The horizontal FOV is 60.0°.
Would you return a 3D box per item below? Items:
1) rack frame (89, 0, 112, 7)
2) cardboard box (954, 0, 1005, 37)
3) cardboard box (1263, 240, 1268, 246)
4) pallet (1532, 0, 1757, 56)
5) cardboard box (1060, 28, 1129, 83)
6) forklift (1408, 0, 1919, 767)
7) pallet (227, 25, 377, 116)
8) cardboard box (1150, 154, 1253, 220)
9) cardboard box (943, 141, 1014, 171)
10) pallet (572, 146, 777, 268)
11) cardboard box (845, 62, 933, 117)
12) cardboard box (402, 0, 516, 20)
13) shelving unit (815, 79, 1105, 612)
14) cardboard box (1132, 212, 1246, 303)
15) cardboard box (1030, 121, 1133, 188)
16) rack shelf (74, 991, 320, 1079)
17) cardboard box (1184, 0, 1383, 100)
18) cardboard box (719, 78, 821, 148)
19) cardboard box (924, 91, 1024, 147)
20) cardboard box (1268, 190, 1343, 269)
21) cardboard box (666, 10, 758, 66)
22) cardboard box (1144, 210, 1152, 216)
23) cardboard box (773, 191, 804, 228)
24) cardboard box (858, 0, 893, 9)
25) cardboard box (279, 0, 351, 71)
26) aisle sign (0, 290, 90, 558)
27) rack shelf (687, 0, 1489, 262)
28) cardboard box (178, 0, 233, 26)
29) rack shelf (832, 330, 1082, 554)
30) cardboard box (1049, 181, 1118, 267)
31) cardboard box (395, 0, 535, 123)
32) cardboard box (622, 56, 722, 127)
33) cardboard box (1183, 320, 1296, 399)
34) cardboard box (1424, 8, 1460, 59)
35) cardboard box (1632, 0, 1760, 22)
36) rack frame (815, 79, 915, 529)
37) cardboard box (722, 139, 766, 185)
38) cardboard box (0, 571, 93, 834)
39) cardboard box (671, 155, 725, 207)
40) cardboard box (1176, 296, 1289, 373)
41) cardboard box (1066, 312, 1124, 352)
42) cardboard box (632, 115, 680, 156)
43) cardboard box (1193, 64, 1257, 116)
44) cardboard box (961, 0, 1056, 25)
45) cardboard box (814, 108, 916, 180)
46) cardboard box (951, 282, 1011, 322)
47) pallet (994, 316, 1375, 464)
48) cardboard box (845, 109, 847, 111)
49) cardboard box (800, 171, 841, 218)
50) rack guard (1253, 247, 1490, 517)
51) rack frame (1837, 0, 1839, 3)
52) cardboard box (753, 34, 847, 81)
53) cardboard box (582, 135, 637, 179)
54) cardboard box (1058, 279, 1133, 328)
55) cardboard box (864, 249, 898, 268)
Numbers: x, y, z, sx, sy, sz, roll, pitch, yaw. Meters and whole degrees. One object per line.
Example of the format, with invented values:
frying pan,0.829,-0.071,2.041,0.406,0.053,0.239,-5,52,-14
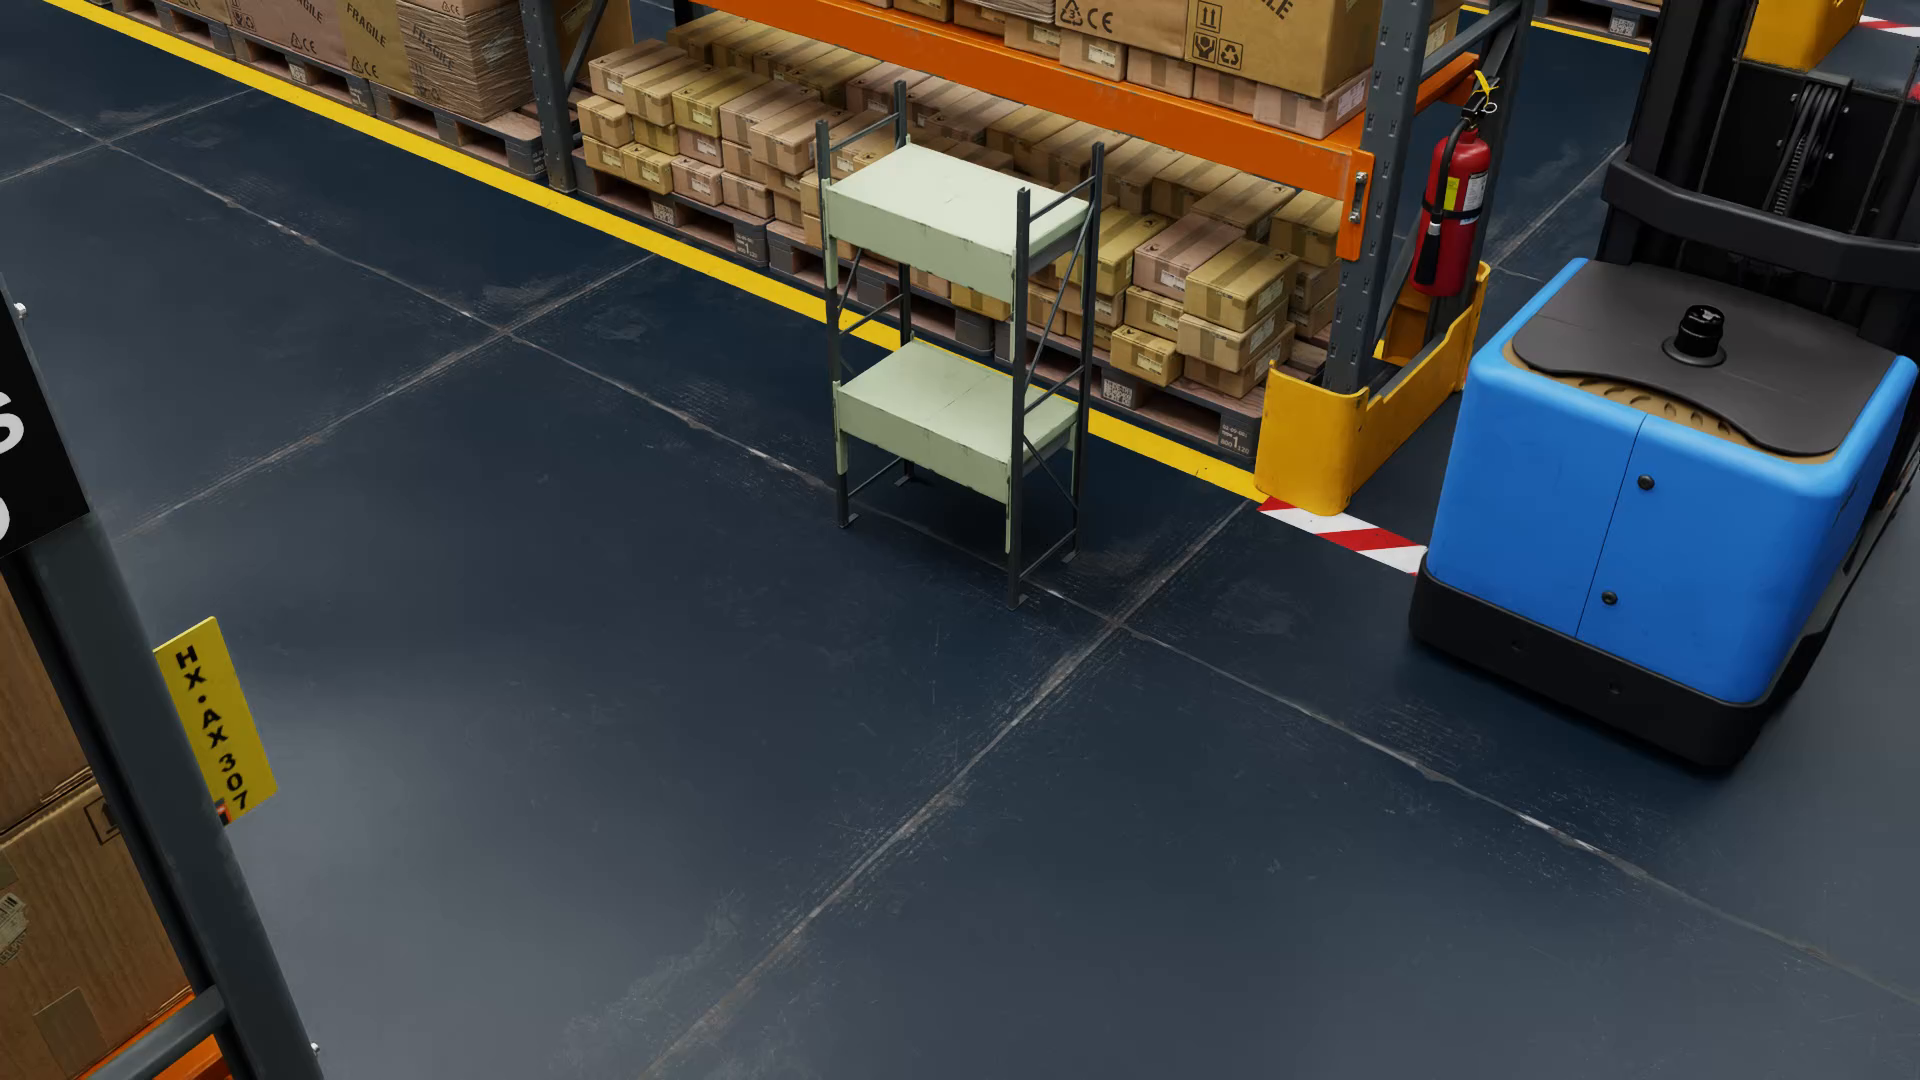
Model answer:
rack frame,-4.769,-4.565,9.148,0.127,3.000,1.000,25,45,29
cardboard box,0.185,-1.979,6.049,0.250,0.149,0.380,23,44,27
cardboard box,1.142,-1.181,6.556,0.250,0.149,0.380,25,44,28
pallet,3.997,-3.123,9.568,1.213,0.211,1.003,25,45,29
cardboard box,0.555,-1.736,5.738,0.250,0.149,0.380,27,45,30
forklift,2.729,-1.350,5.096,1.130,2.935,3.031,26,45,29
pallet,-3.184,-2.717,9.049,1.213,0.211,1.003,25,45,29
cardboard box,0.962,-1.410,6.607,0.250,0.149,0.380,25,45,28
cardboard box,0.007,-1.432,6.635,0.250,0.149,0.380,24,44,27
pallet,-1.037,-1.735,7.795,1.213,0.211,1.003,25,45,29
cardboard box,-0.292,-1.981,7.336,0.250,0.149,0.380,23,44,27
cardboard box,-2.337,-2.699,7.842,0.500,0.250,0.500,24,44,27
shelving unit,-0.005,-0.593,5.291,0.755,1.500,0.431,25,45,29
cardboard box,0.847,-1.043,6.138,0.250,0.149,0.380,26,45,29
cardboard box,0.500,-1.571,6.813,0.250,0.149,0.380,27,45,30
rack shelf,-2.930,0.427,3.355,4.000,0.370,1.077,25,45,29
cardboard box,1.072,-1.768,5.252,0.500,0.500,0.500,26,45,29
cardboard box,-0.809,-1.824,7.136,0.250,0.149,0.380,24,44,27
cardboard box,0.061,-1.739,7.027,0.250,0.149,0.380,25,45,29
cardboard box,1.376,-1.209,6.350,0.250,0.149,0.380,23,44,27
cardboard box,-1.151,-2.338,7.793,0.250,0.149,0.380,27,45,30
cardboard box,0.756,-1.379,6.808,0.250,0.149,0.380,27,45,30
cardboard box,-0.590,-1.495,7.198,0.250,0.149,0.380,23,44,27
cardboard box,-0.249,-2.155,6.273,0.250,0.149,0.380,27,45,30
cardboard box,-3.145,-2.789,8.566,0.500,0.500,0.500,24,44,28
aisle sign,-1.108,-0.246,1.522,0.004,0.787,0.394,25,45,29
rack shelf,-0.003,-2.035,6.499,4.000,0.370,1.077,25,45,29
cardboard box,-3.960,-3.170,9.053,0.500,0.500,0.500,26,45,29
rack shelf,-0.005,-0.336,5.492,0.720,0.370,0.431,25,45,29
cardboard box,0.396,-1.205,6.346,0.250,0.149,0.380,23,44,27
cardboard box,-2.332,-2.402,8.072,0.500,0.500,0.500,24,44,28
cardboard box,-1.261,-1.982,7.337,0.250,0.149,0.380,28,46,31
cardboard box,1.041,-0.707,6.192,0.250,0.149,0.380,26,45,29
cardboard box,1.528,-1.752,5.758,0.250,0.149,0.380,25,44,28
cardboard box,4.122,-3.489,9.156,0.875,0.875,0.875,25,45,29
rack frame,-0.296,-0.730,5.466,0.023,1.500,0.400,25,45,29
cardboard box,-0.814,-1.708,7.229,0.250,0.149,0.380,23,44,26
cardboard box,-1.550,0.140,2.245,0.500,0.500,0.500,24,44,28
cardboard box,-1.057,-1.649,7.395,0.250,0.149,0.380,25,44,28
cardboard box,0.993,-0.787,6.052,0.250,0.149,0.380,24,44,27
cardboard box,0.618,-0.895,6.431,0.250,0.149,0.380,25,44,28
cardboard box,-1.242,-1.884,7.453,0.250,0.149,0.380,26,45,29
cardboard box,0.980,-1.565,5.520,0.250,0.149,0.380,25,45,29
cardboard box,0.258,-2.148,5.738,0.500,0.500,0.500,25,45,29
cardboard box,-0.390,-1.627,6.885,0.250,0.149,0.380,23,44,27
cardboard box,0.173,-1.046,6.624,0.250,0.149,0.380,23,44,27
pallet,0.902,-0.821,6.628,1.213,0.211,1.003,25,45,29
cardboard box,-0.348,-1.850,7.410,0.250,0.149,0.380,26,45,30
cardboard box,-0.448,-1.468,6.922,0.250,0.149,0.380,25,44,28
rack guard,1.525,-0.613,6.128,0.348,0.500,1.175,25,45,29
rack frame,4.679,-3.960,8.375,0.127,3.000,1.000,25,45,29
cardboard box,-0.722,-2.172,7.581,0.250,0.149,0.380,25,44,28
cardboard box,-1.497,-1.816,7.609,0.250,0.149,0.380,23,44,27
cardboard box,0.579,-0.981,6.300,0.250,0.149,0.380,23,44,27
cardboard box,-0.187,-1.289,6.935,0.250,0.149,0.380,27,45,30
